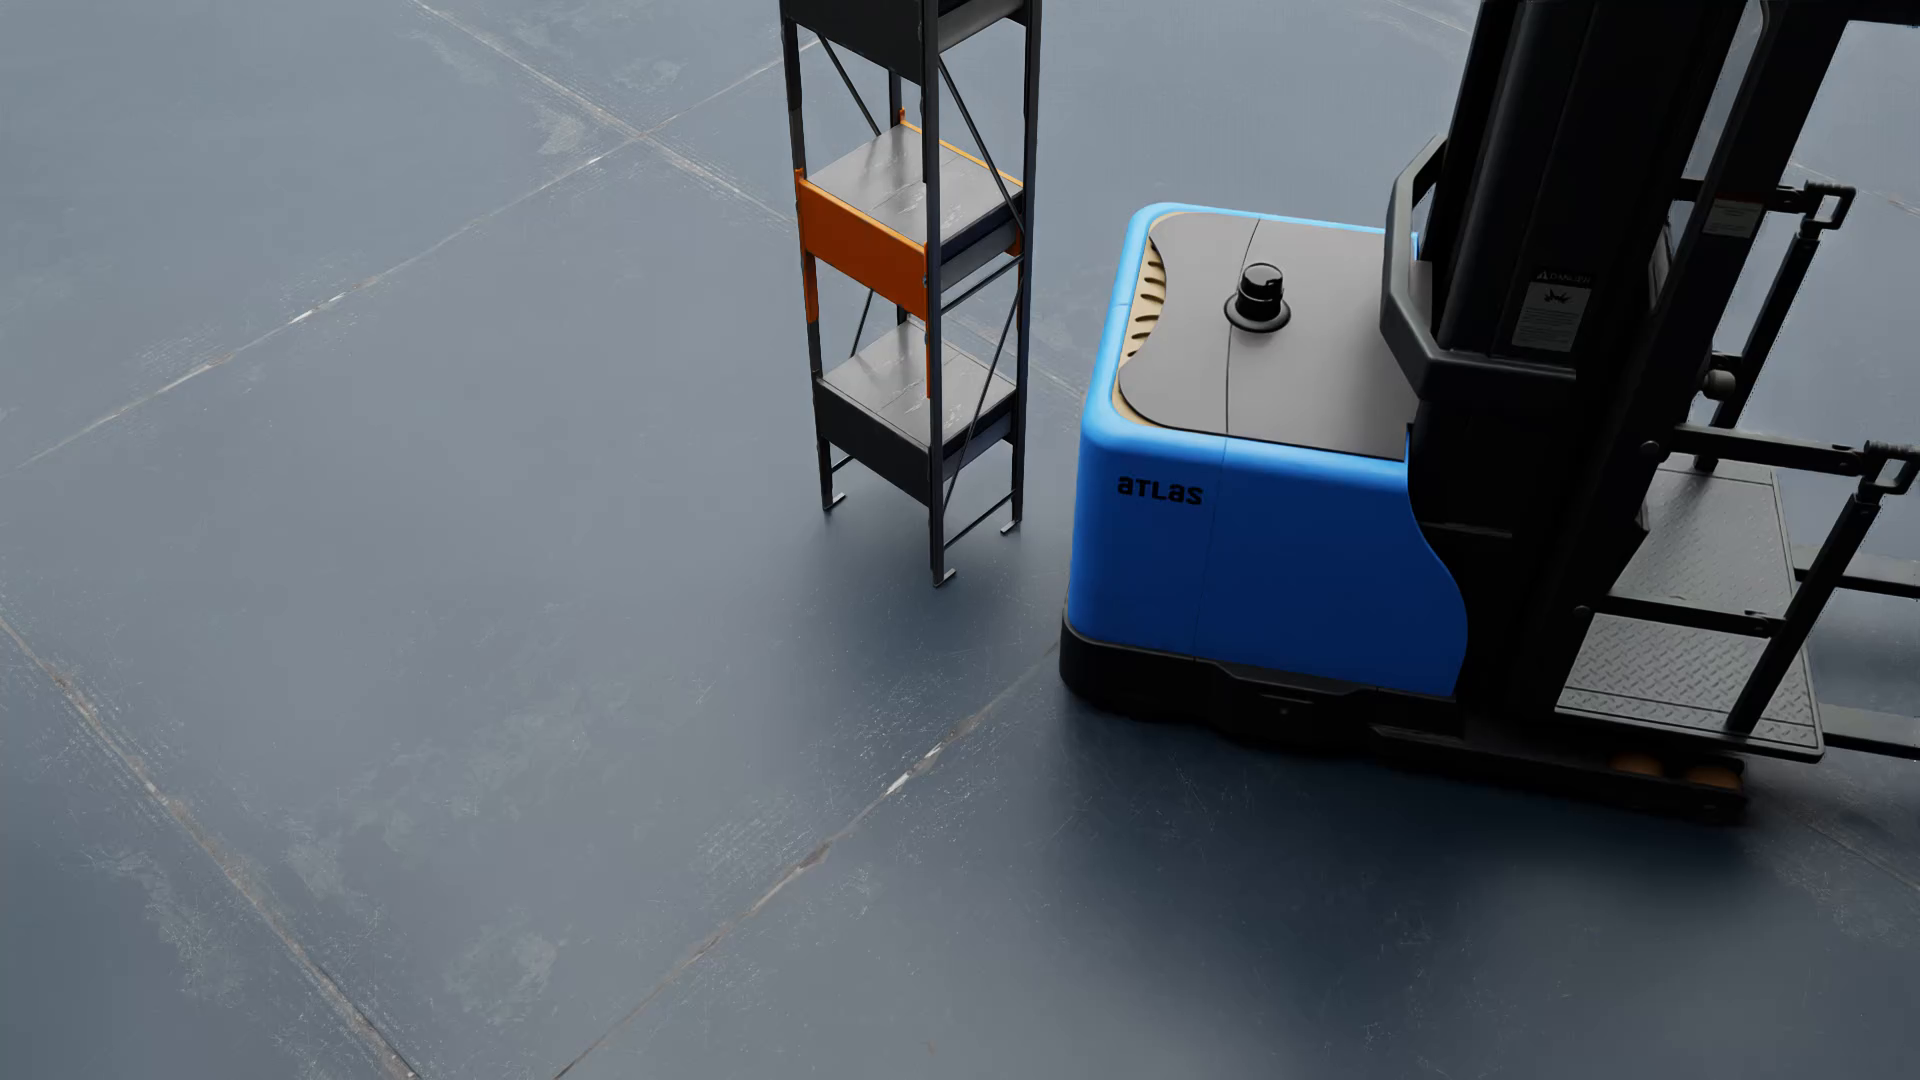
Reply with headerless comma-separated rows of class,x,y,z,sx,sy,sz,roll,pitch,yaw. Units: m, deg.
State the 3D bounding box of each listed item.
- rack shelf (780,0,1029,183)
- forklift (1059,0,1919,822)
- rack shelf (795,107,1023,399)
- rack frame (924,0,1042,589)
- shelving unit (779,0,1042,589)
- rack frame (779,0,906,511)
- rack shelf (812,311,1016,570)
rack shelf,-0.122,-1.270,4.061,0.480,0.518,0.431,34,55,28
forklift,1.857,-0.665,3.863,3.031,2.935,1.130,9,47,8
rack shelf,-0.122,-0.791,4.571,0.480,0.518,0.431,34,55,28
rack frame,0.058,-0.680,4.448,0.015,2.100,0.400,34,55,28
shelving unit,-0.122,-0.801,4.561,0.503,2.100,0.431,34,55,28
rack frame,-0.301,-0.921,4.675,0.015,2.100,0.400,34,55,28
rack shelf,-0.122,-0.312,5.082,0.480,0.518,0.431,34,55,28
